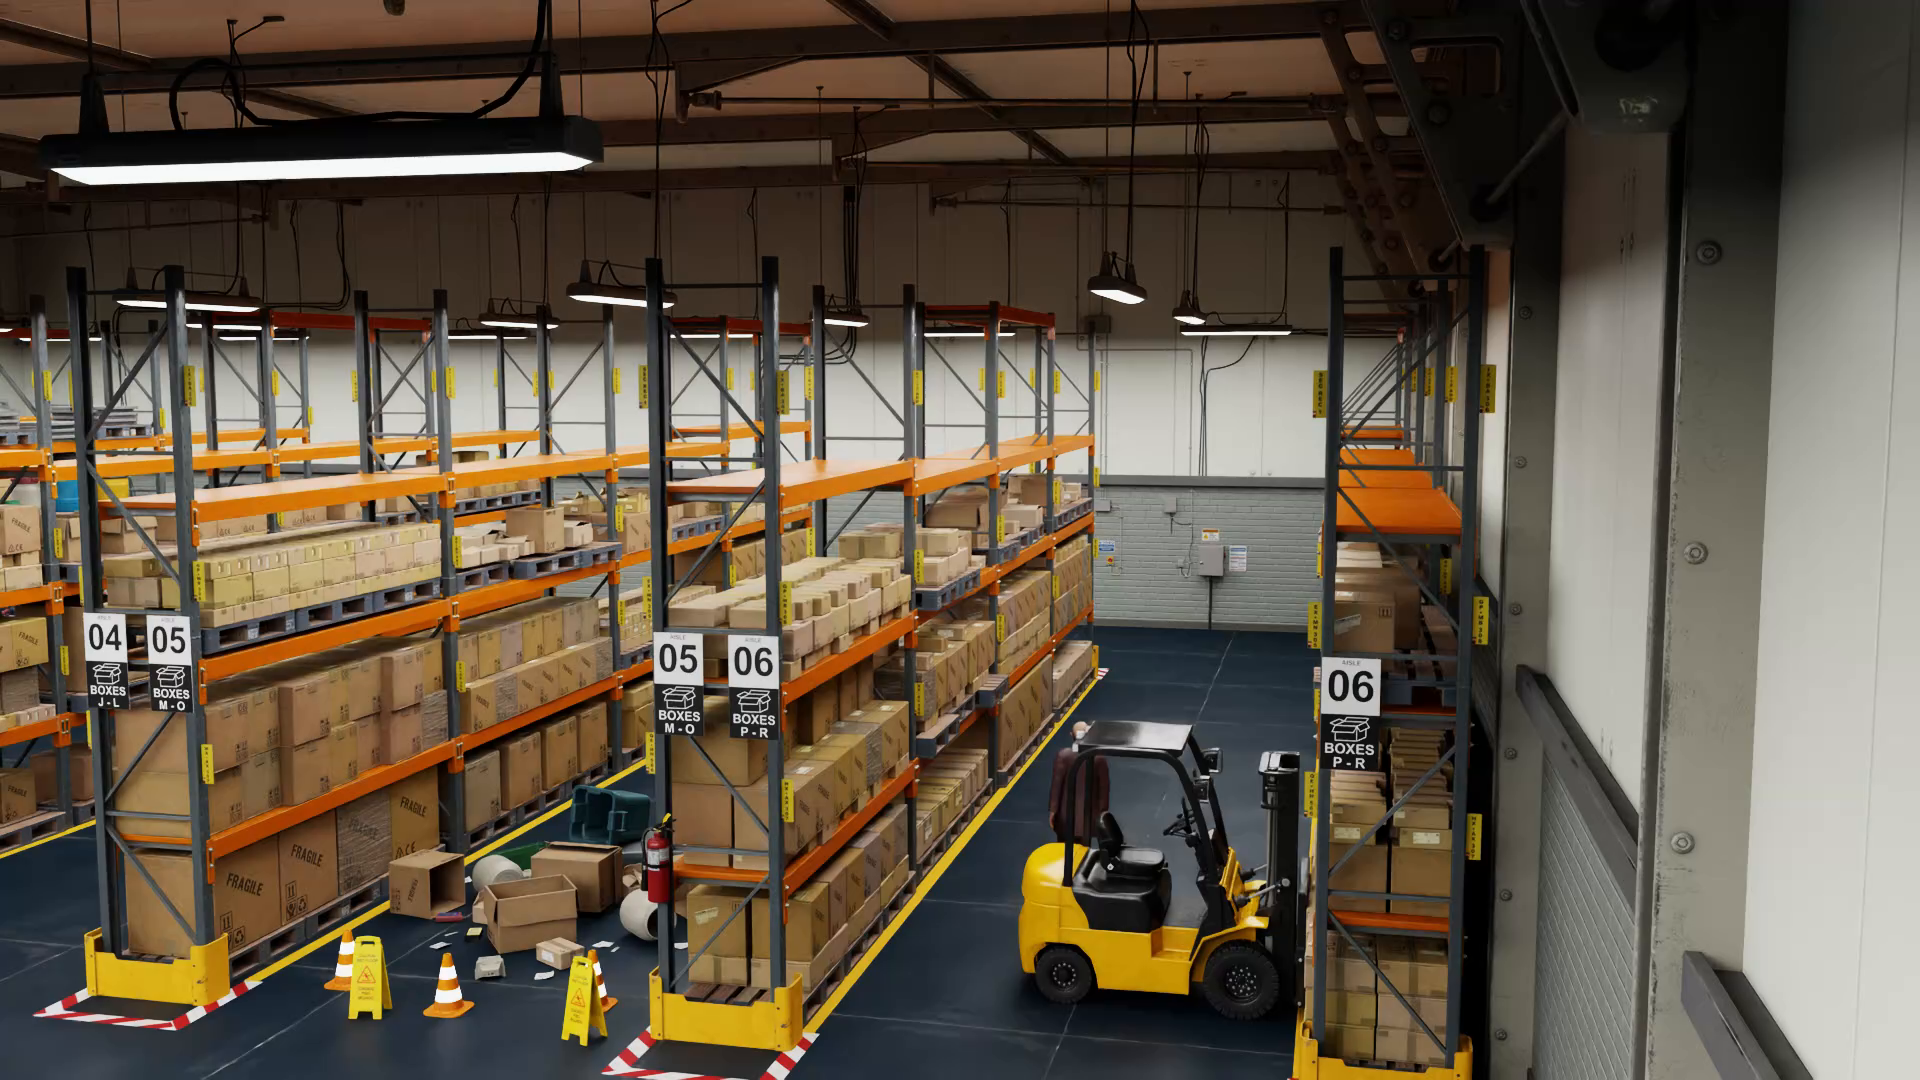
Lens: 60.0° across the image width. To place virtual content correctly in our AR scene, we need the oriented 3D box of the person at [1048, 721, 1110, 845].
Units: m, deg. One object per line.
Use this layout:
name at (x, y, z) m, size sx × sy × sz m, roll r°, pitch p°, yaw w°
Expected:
person at (1.151, 2.677, 16.122) m, size 0.601 × 1.801 × 0.594 m, roll 0°, pitch 6°, yaw 5°
